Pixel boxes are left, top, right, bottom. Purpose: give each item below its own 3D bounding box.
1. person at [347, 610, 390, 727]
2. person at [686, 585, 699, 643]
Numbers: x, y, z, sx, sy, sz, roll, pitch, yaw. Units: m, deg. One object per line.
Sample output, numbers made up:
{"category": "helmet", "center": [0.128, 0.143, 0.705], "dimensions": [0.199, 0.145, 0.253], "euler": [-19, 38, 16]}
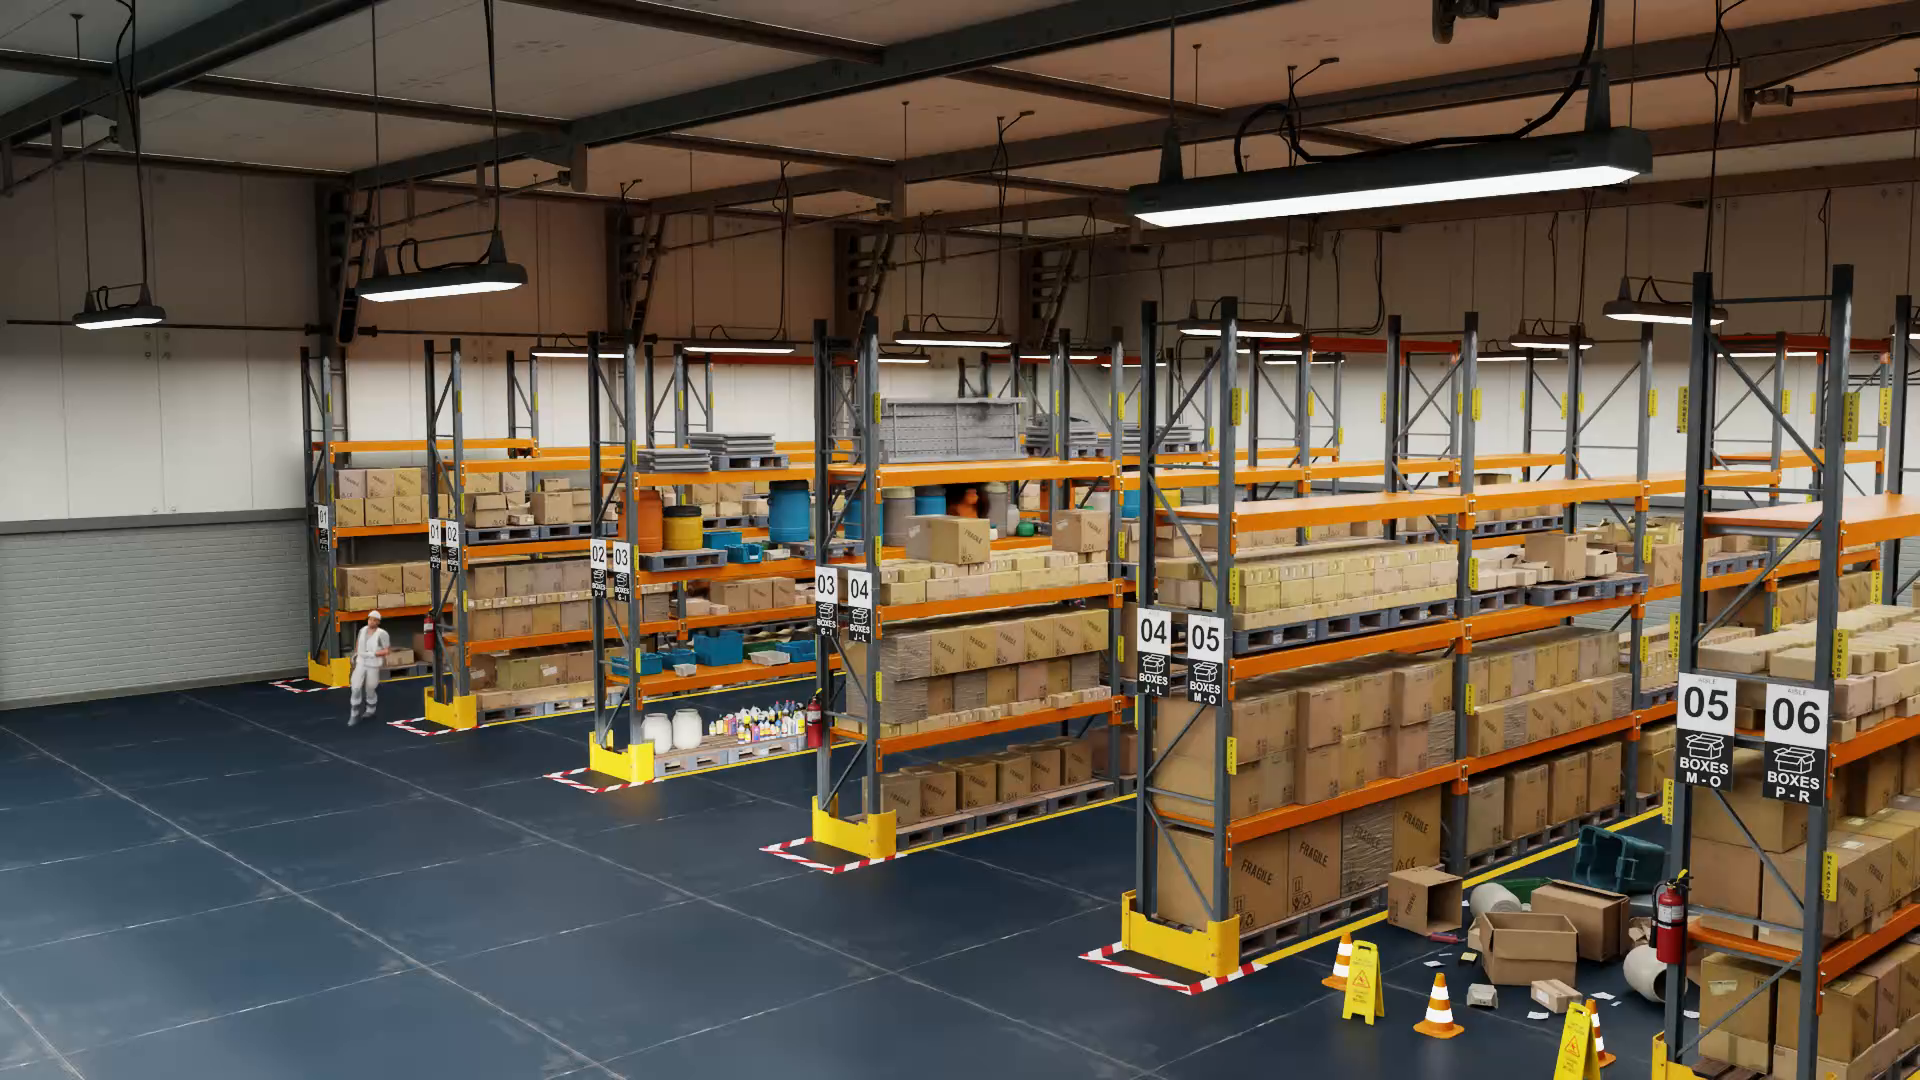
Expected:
{"category": "person", "center": [-9.224, 2.003, 26.056], "dimensions": [0.660, 1.819, 0.706], "euler": [0, 5, 2]}
{"category": "person", "center": [-5.080, 1.629, 31.579], "dimensions": [0.520, 1.550, 0.576], "euler": [4, 6, 35]}
